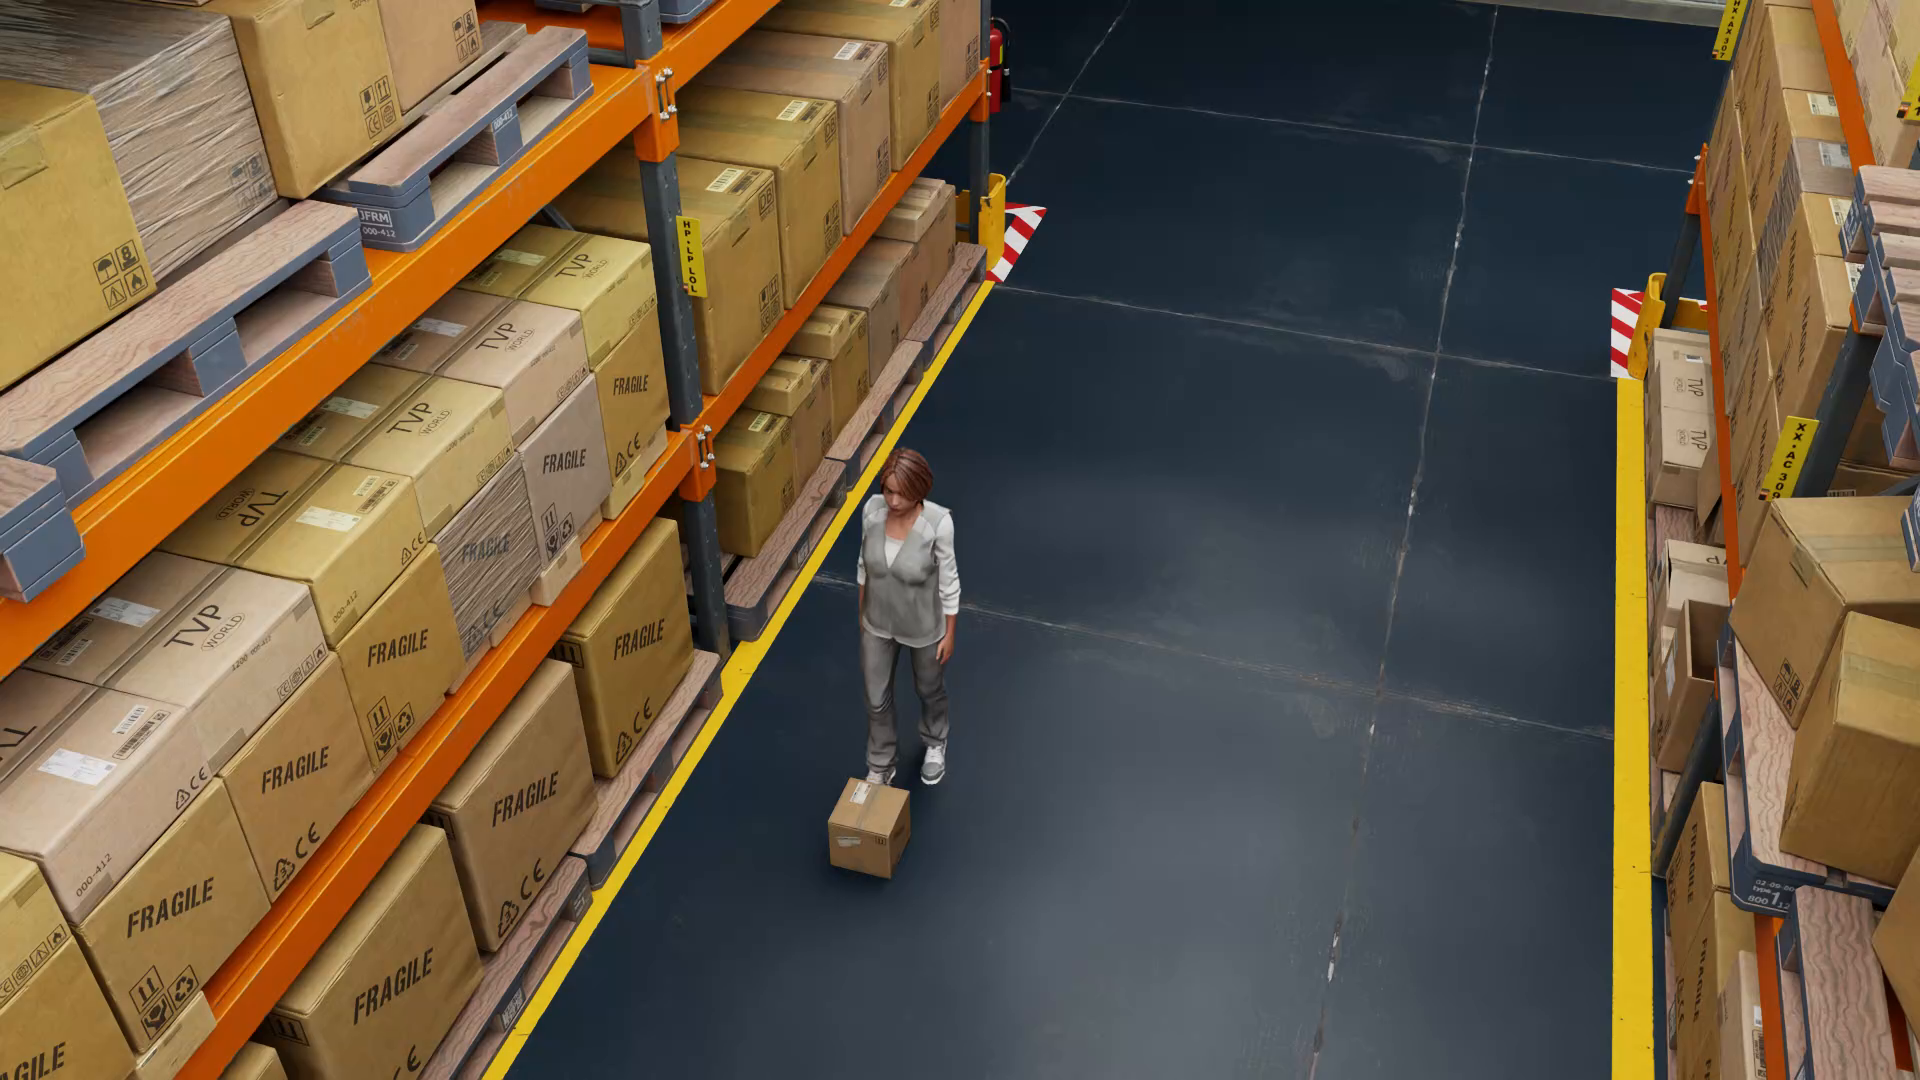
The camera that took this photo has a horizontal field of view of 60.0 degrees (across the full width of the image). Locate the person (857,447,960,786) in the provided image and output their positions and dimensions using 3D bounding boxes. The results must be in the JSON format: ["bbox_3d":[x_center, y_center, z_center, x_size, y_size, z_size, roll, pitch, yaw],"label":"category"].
[{"bbox_3d":[-0.217,0.360,6.453,0.423,1.593,0.503,12,39,15],"label":"person"}]
